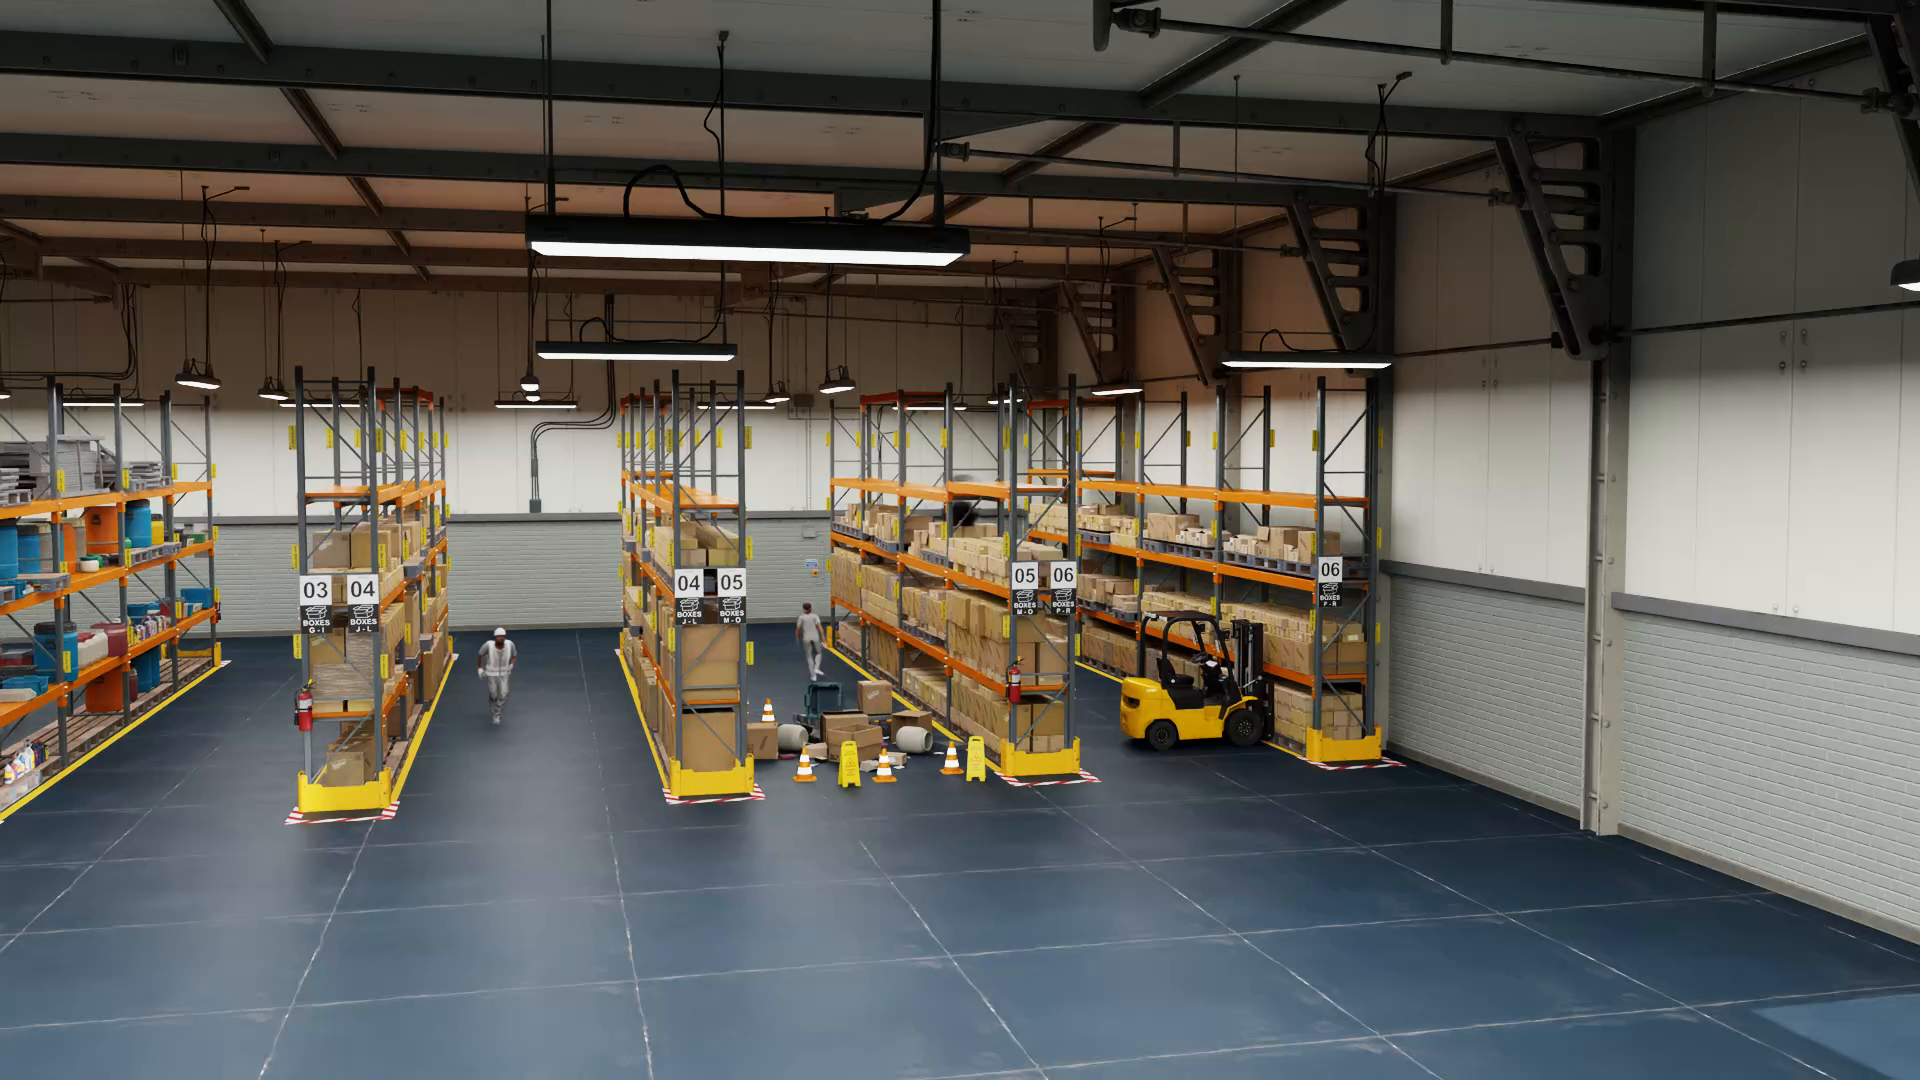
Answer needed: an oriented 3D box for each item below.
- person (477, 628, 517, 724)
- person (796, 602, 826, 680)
[{"bbox_3d":[-8.187,2.391,29.460,0.668,1.704,0.713,-2,4,-31],"label":"person"},{"bbox_3d":[-3.127,2.111,34.802,0.592,1.609,0.613,-1,3,-11],"label":"person"}]
